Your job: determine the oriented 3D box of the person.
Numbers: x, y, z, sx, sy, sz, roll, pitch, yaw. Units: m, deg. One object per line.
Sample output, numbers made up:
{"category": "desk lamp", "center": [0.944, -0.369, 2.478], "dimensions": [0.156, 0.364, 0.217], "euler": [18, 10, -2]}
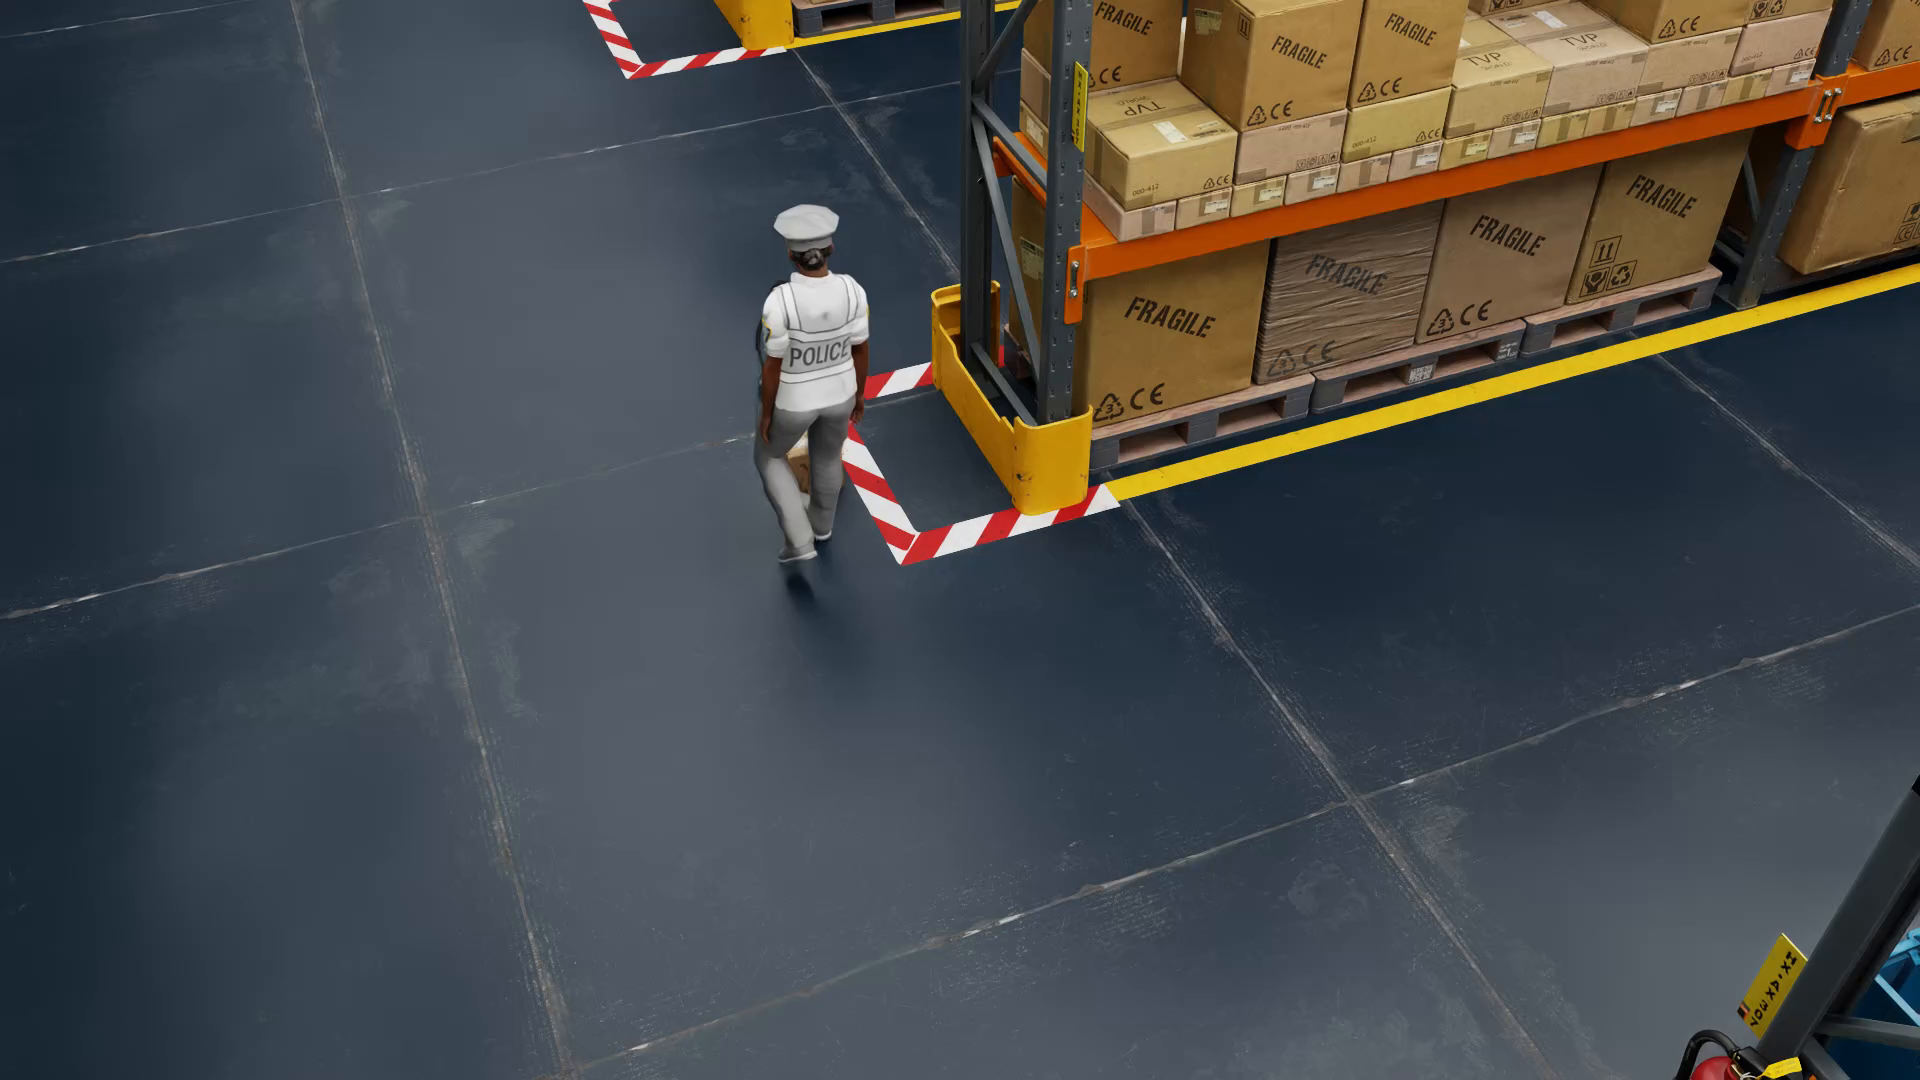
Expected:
{"category": "person", "center": [-0.626, -0.612, 6.808], "dimensions": [0.477, 1.647, 0.549], "euler": [-18, 45, -19]}
